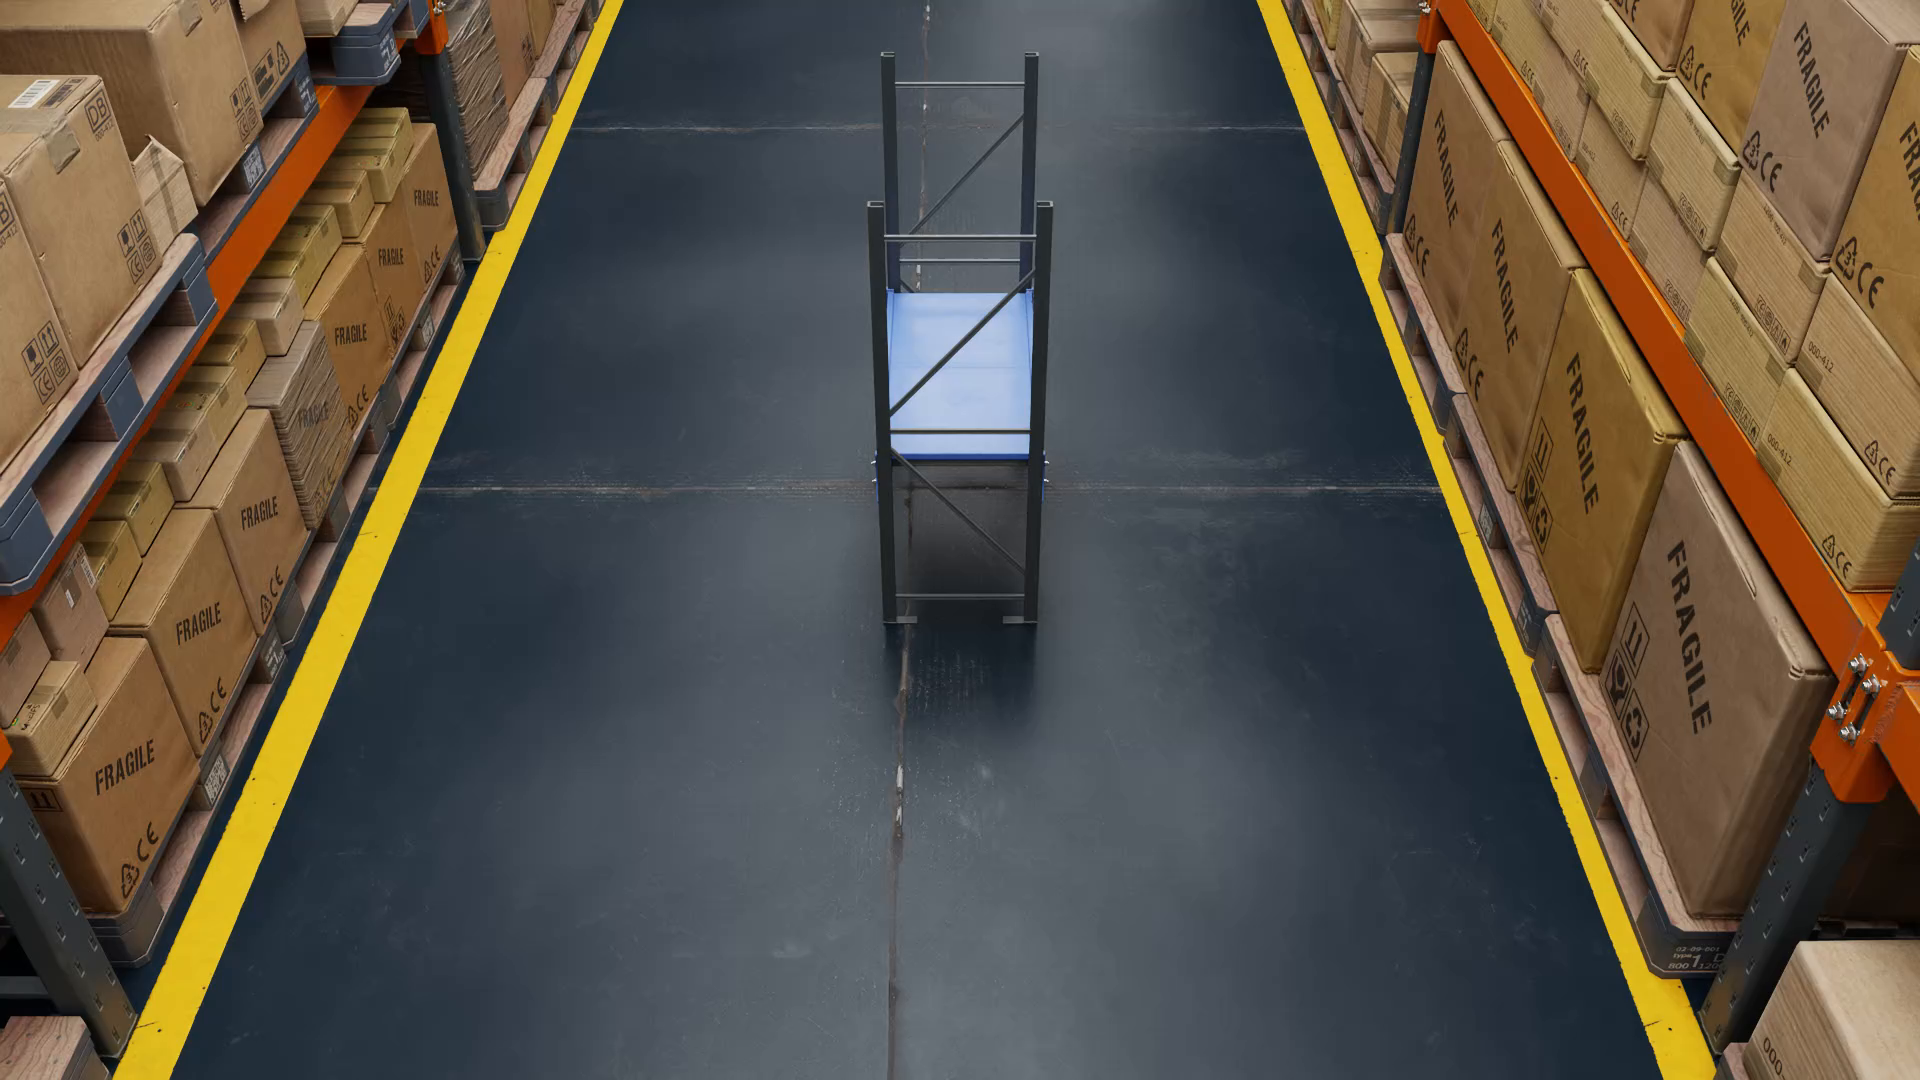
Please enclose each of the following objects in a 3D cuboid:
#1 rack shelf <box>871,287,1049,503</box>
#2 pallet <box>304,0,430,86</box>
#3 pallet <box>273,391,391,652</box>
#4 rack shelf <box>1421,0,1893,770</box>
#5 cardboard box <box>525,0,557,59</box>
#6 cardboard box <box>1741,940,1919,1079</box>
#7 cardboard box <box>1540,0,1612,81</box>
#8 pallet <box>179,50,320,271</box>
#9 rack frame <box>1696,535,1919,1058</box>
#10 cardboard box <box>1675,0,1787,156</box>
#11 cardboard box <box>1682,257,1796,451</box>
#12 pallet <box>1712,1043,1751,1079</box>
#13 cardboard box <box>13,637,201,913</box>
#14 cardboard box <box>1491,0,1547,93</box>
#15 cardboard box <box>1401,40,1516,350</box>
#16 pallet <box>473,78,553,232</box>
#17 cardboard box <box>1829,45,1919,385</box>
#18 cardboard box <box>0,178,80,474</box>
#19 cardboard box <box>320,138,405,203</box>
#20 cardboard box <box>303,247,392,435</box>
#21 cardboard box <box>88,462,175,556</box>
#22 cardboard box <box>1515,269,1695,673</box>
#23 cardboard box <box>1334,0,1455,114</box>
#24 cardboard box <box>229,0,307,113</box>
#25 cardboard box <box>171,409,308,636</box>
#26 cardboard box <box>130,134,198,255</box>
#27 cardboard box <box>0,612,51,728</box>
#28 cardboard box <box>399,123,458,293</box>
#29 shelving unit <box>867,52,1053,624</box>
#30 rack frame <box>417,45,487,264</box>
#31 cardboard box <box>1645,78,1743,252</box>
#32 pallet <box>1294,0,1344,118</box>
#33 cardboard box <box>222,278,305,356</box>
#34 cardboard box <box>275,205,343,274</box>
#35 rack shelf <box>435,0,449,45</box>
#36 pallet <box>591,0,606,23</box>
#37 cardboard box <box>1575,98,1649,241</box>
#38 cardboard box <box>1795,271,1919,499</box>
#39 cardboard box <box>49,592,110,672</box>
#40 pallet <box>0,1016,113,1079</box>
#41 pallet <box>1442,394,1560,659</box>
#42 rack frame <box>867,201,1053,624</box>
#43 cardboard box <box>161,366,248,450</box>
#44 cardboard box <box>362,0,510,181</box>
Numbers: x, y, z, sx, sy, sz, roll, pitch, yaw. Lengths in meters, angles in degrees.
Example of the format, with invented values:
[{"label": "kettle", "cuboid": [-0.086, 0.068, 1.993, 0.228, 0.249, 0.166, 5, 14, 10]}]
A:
[{"label": "rack shelf", "cuboid": [0.000, -0.498, 5.460, 0.538, 0.185, 1.000, 0, 39, 0]}, {"label": "pallet", "cuboid": [-2.521, -1.917, 5.897, 1.213, 0.211, 1.003, 0, 39, 0]}, {"label": "pallet", "cuboid": [-2.630, -0.100, 5.706, 1.003, 0.211, 1.213, 0, 39, 0]}, {"label": "rack shelf", "cuboid": [2.374, -0.890, 5.038, 1.077, 0.370, 4.000, 0, 39, 0]}, {"label": "cardboard box", "cuboid": [-2.588, -2.873, 8.499, 0.875, 0.625, 0.625, -2, 39, -2]}, {"label": "cardboard box", "cuboid": [2.270, 1.308, 3.432, 0.875, 0.438, 0.875, -1, 39, -1]}, {"label": "cardboard box", "cuboid": [2.113, -1.606, 5.076, 0.500, 0.250, 0.500, 0, 39, 0]}, {"label": "pallet", "cuboid": [-2.585, -1.125, 4.908, 1.003, 0.211, 1.213, 0, 39, 0]}, {"label": "rack frame", "cuboid": [2.377, 0.080, 3.252, 1.000, 3.000, 0.127, 0, 39, 0]}, {"label": "cardboard box", "cuboid": [2.136, -1.269, 4.056, 0.500, 0.500, 0.500, 1, 39, 1]}, {"label": "cardboard box", "cuboid": [2.124, -0.461, 4.046, 0.500, 0.250, 0.500, -1, 39, -1]}, {"label": "pallet", "cuboid": [2.299, 1.643, 3.530, 1.003, 0.211, 1.213, 0, 39, 0]}, {"label": "cardboard box", "cuboid": [-2.363, 0.595, 4.273, 0.500, 0.500, 0.500, 2, 39, 2]}, {"label": "cardboard box", "cuboid": [2.139, -1.736, 5.637, 0.500, 0.250, 0.500, -1, 39, -1]}, {"label": "cardboard box", "cuboid": [2.290, -1.324, 6.367, 0.875, 0.875, 0.875, 0, 39, 0]}, {"label": "pallet", "cuboid": [-2.554, -1.842, 7.880, 1.003, 0.211, 1.213, 0, 39, 0]}, {"label": "cardboard box", "cuboid": [2.125, -0.629, 3.256, 0.500, 0.500, 0.500, 1, 39, 1]}, {"label": "cardboard box", "cuboid": [-2.364, -0.420, 3.460, 0.700, 0.500, 0.500, 1, 39, 1]}, {"label": "cardboard box", "cuboid": [-2.307, -1.378, 6.215, 0.380, 0.149, 0.250, -2, 39, -2]}, {"label": "cardboard box", "cuboid": [-2.383, -0.700, 5.888, 0.500, 0.500, 0.500, 2, 39, 2]}, {"label": "cardboard box", "cuboid": [-2.425, -0.085, 4.602, 0.380, 0.149, 0.250, -1, 39, -1]}, {"label": "cardboard box", "cuboid": [2.287, -0.208, 4.974, 0.875, 0.875, 0.875, 1, 39, 1]}, {"label": "cardboard box", "cuboid": [2.372, -2.375, 8.080, 0.950, 0.372, 0.625, -1, 39, -1]}, {"label": "cardboard box", "cuboid": [-2.405, -1.599, 4.929, 0.797, 0.503, 0.637, -1, 39, -1]}, {"label": "cardboard box", "cuboid": [-2.369, -0.051, 5.078, 0.500, 0.500, 0.500, -1, 39, -1]}, {"label": "cardboard box", "cuboid": [-2.205, -0.895, 4.240, 0.396, 0.266, 0.258, 2, 39, 2]}, {"label": "cardboard box", "cuboid": [-2.382, 0.304, 3.879, 0.380, 0.149, 0.250, -1, 39, -1]}, {"label": "cardboard box", "cuboid": [-2.376, -1.340, 6.686, 0.500, 0.500, 0.500, 1, 39, 1]}, {"label": "shelving unit", "cuboid": [0.000, -0.639, 5.348, 0.538, 1.500, 1.048, 0, 39, 0]}, {"label": "rack frame", "cuboid": [-2.592, -2.416, 6.366, 1.000, 3.000, 0.127, 0, 39, 0]}, {"label": "cardboard box", "cuboid": [2.118, -0.969, 4.280, 0.500, 0.250, 0.500, 1, 39, 1]}, {"label": "pallet", "cuboid": [2.374, -2.583, 8.805, 1.003, 0.211, 1.213, 0, 39, 0]}, {"label": "cardboard box", "cuboid": [-2.364, -0.719, 5.393, 0.380, 0.149, 0.250, -2, 39, -2]}, {"label": "cardboard box", "cuboid": [-2.396, -1.048, 5.804, 0.380, 0.149, 0.250, 1, 39, 1]}, {"label": "rack shelf", "cuboid": [-2.594, -3.386, 8.152, 1.077, 0.370, 4.000, 0, 39, 0]}, {"label": "pallet", "cuboid": [-2.557, -3.368, 9.784, 1.003, 0.211, 1.213, 0, 39, 0]}, {"label": "cardboard box", "cuboid": [2.138, -1.099, 4.843, 0.500, 0.250, 0.500, 0, 39, 0]}, {"label": "cardboard box", "cuboid": [2.133, -0.332, 3.486, 0.500, 0.250, 0.500, 0, 39, 0]}, {"label": "cardboard box", "cuboid": [-2.399, 0.246, 4.188, 0.380, 0.149, 0.250, -1, 39, -1]}, {"label": "pallet", "cuboid": [-2.587, 1.603, 3.581, 1.003, 0.211, 1.213, 0, 39, 0]}, {"label": "pallet", "cuboid": [2.296, -0.079, 5.680, 1.003, 0.211, 1.213, 0, 39, 0]}, {"label": "rack frame", "cuboid": [0.000, -0.321, 4.951, 0.500, 1.500, 0.032, 0, 39, 0]}, {"label": "cardboard box", "cuboid": [-2.386, -0.397, 4.991, 0.380, 0.149, 0.250, 1, 39, 2]}, {"label": "cardboard box", "cuboid": [-2.579, -2.043, 7.464, 0.875, 0.625, 0.625, 1, 39, 1]}]
